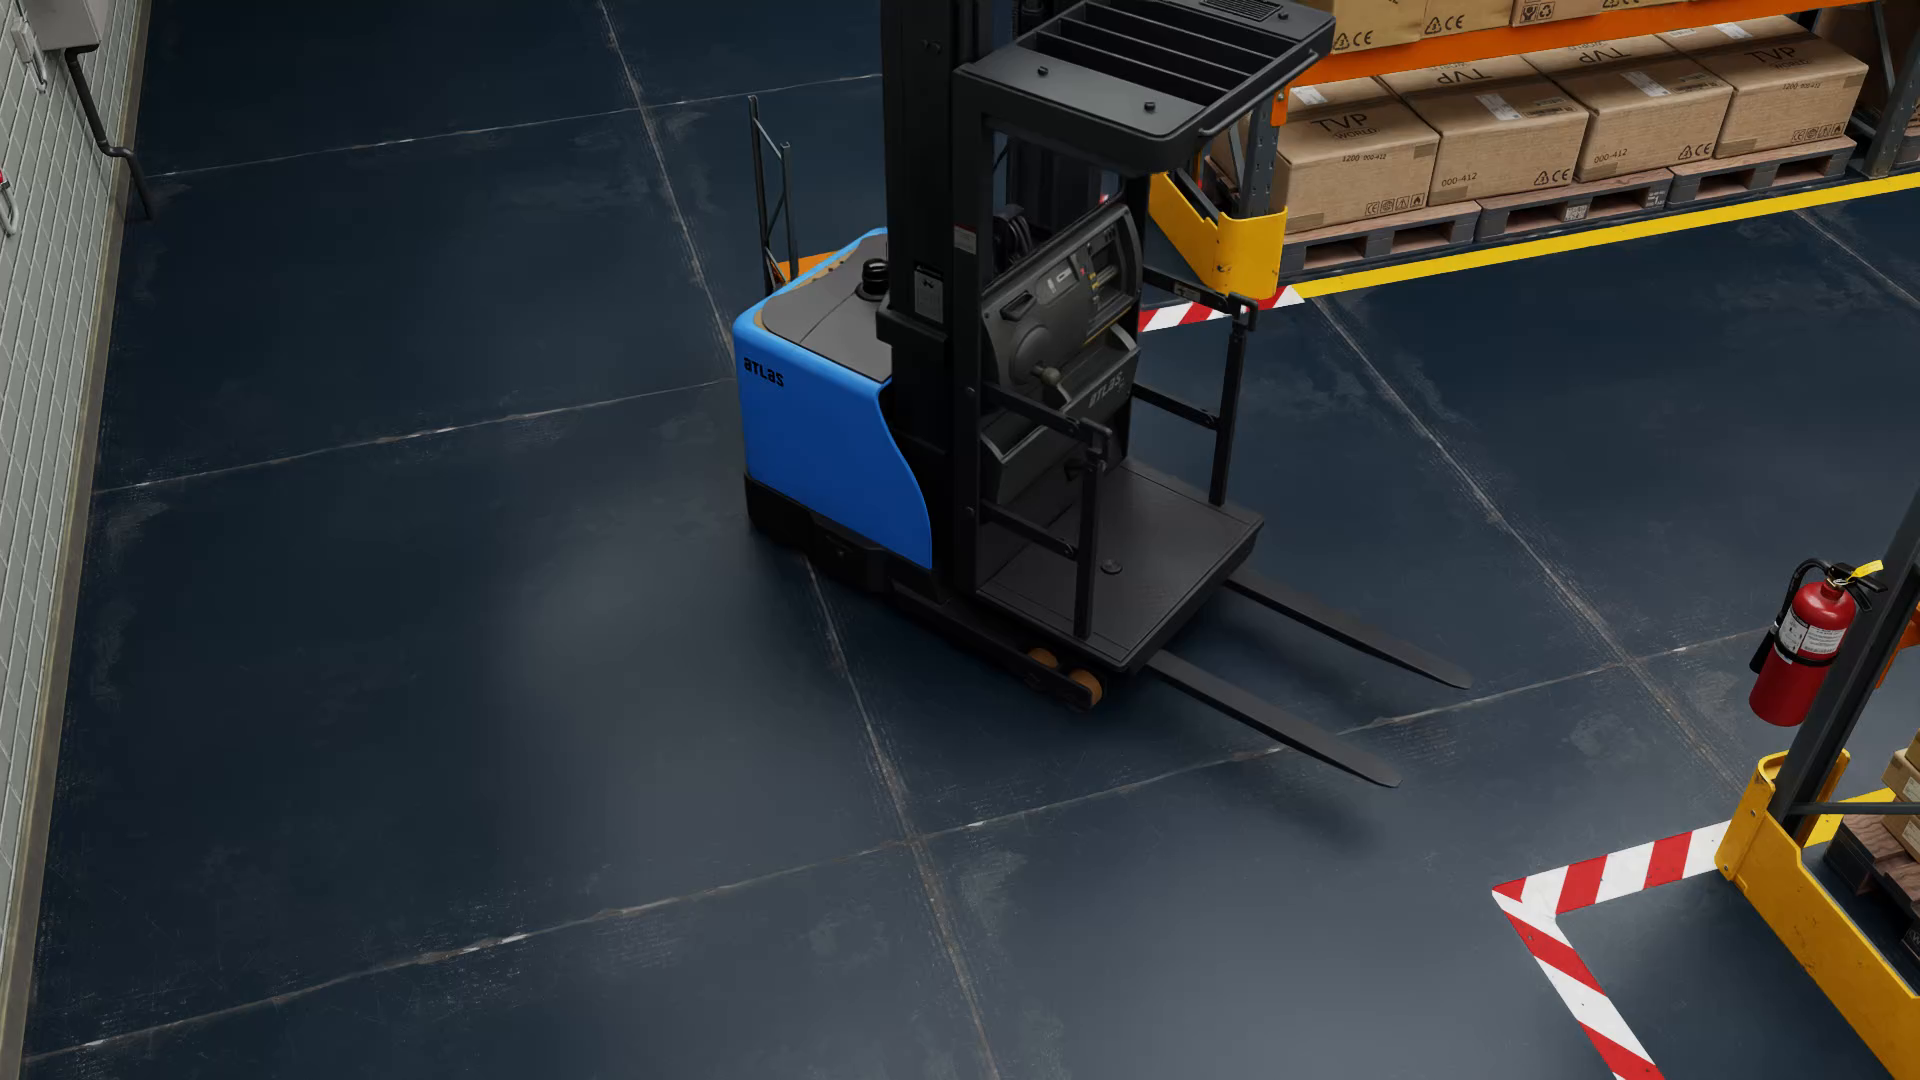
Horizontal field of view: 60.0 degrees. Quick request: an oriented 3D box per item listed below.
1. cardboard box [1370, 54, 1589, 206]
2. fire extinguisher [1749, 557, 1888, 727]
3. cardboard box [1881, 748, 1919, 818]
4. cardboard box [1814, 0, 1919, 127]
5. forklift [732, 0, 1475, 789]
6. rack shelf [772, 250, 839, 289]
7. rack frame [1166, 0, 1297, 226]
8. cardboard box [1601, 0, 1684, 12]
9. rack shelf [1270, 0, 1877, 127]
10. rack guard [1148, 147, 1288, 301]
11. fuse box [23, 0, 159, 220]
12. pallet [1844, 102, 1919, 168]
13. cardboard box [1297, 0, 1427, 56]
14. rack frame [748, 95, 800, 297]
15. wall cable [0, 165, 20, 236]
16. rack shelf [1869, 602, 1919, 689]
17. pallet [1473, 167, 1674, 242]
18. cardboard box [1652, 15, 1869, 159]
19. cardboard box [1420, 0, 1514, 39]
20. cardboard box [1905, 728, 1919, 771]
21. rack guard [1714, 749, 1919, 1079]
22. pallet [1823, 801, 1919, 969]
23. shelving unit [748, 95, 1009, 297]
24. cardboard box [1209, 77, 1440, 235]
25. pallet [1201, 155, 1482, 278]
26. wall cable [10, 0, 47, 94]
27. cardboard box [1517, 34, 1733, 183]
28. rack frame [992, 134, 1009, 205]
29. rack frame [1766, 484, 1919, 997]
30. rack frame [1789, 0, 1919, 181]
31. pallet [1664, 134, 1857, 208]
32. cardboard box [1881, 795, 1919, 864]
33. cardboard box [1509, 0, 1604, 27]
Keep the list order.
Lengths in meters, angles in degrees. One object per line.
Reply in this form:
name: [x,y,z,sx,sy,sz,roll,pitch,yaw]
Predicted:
cardboard box: [2.829,-2.315,9.248,0.875,0.438,0.875,-11,42,-12]
fire extinguisher: [2.564,0.274,4.999,0.183,0.674,0.296,-12,42,-13]
cardboard box: [3.360,0.864,5.602,0.250,0.149,0.380,-13,43,-14]
cardboard box: [5.742,-3.063,9.772,0.875,0.875,0.875,-10,42,-12]
forklift: [0.550,-0.834,5.977,3.031,2.935,1.130,27,48,27]
rack shelf: [-0.335,-1.189,7.745,1.000,0.185,0.538,-15,43,-17]
rack frame: [1.359,-2.742,8.109,0.127,3.000,1.000,-12,42,-13]
cardboard box: [3.341,-3.011,8.340,0.500,0.500,0.500,-10,42,-12]
rack shelf: [3.267,-2.867,8.798,4.000,0.370,1.077,-12,42,-13]
rack guard: [1.336,-1.796,8.926,0.348,0.500,1.175,-12,42,-13]
fuse box: [-4.504,-2.475,8.782,0.414,1.711,0.539,-12,42,-13]
pallet: [5.888,-2.682,10.160,1.213,0.211,1.003,-12,42,-13]
cardboard box: [1.903,-2.695,7.978,0.500,0.500,0.500,-12,43,-13]
rack frame: [-0.805,-1.197,7.481,0.032,1.500,0.500,-15,43,-17]
wall cable: [-4.012,-2.008,6.472,0.123,1.953,0.585,-12,42,-13]
rack shelf: [4.850,0.220,5.265,4.000,0.370,1.077,-12,42,-13]
pallet: [3.260,-2.138,9.537,1.213,0.211,1.003,-12,42,-13]
cardboard box: [4.543,-2.669,9.654,0.875,0.438,0.875,-12,43,-14]
cardboard box: [2.377,-2.812,8.113,0.500,0.500,0.500,-12,43,-14]
cardboard box: [3.371,0.772,5.482,0.250,0.149,0.380,-11,42,-13]
rack guard: [3.015,1.271,5.416,0.348,0.500,1.175,-12,42,-13]
pallet: [3.801,1.241,5.669,1.213,0.211,1.003,-12,42,-13]
shelving unit: [-0.344,-1.322,7.624,1.083,1.500,0.587,-15,43,-17]
cardboard box: [1.959,-2.129,9.035,0.875,0.438,0.875,-13,43,-15]
pallet: [2.098,-1.899,9.263,1.213,0.211,1.003,-12,42,-13]
wall cable: [-4.449,-2.883,7.498,0.122,1.984,0.588,-12,42,-13]
cardboard box: [3.690,-2.492,9.451,0.875,0.438,0.875,-13,43,-14]
rack frame: [0.135,-1.452,7.772,0.032,1.500,0.500,-15,43,-17]
rack frame: [2.943,0.344,4.576,0.127,3.000,1.000,-12,42,-13]
rack frame: [5.175,-3.533,9.014,0.127,3.000,1.000,-12,42,-13]
pallet: [4.426,-2.381,9.815,1.213,0.211,1.003,-12,42,-13]
cardboard box: [3.382,1.025,5.645,0.250,0.149,0.380,-11,42,-12]
cardboard box: [2.868,-2.901,8.215,0.500,0.500,0.500,-12,43,-13]
